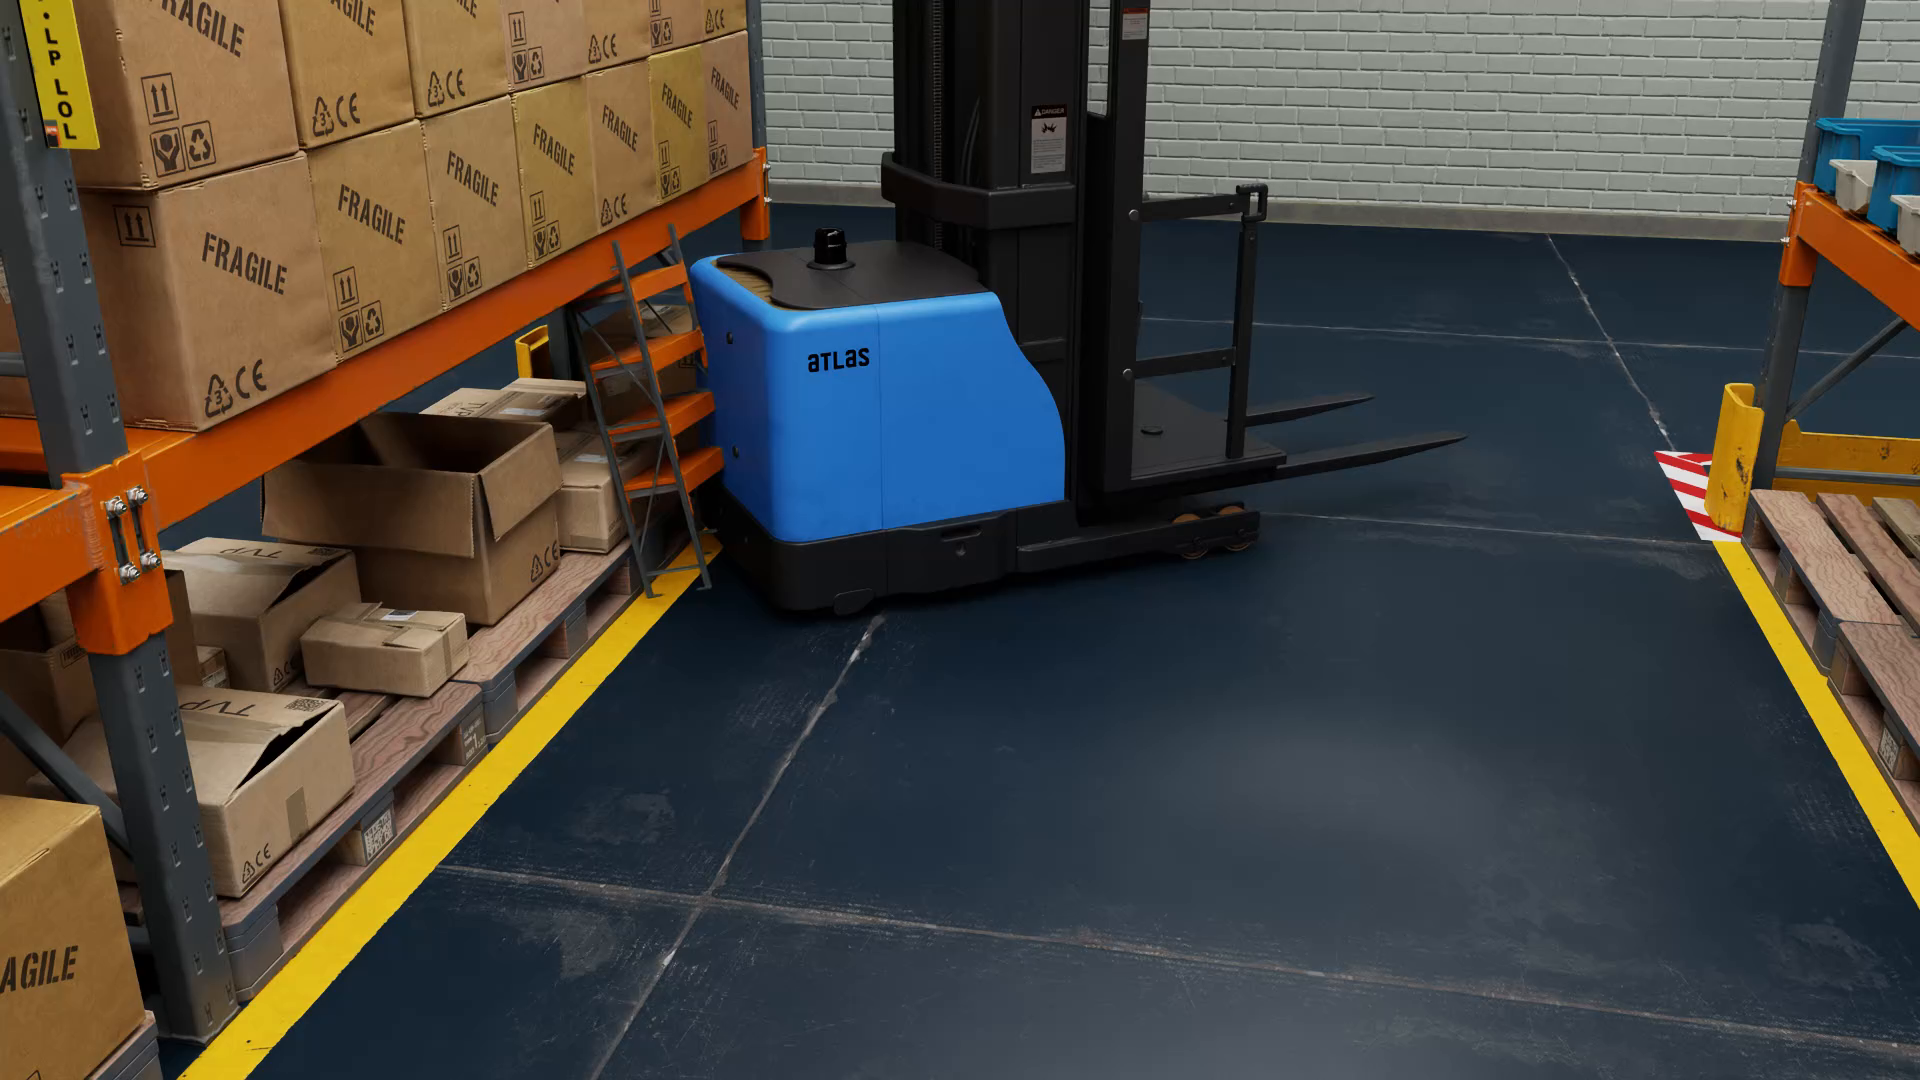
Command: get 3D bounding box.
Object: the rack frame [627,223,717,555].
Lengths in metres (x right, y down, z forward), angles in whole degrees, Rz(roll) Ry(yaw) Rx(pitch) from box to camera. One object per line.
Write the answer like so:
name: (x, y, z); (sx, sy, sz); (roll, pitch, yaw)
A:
rack frame: (-0.991, -0.527, 6.013); (0.240, 1.200, 0.015); (-9, 15, 15)

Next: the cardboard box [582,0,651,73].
cardboard box: (-1.322, -1.763, 5.245); (0.500, 0.500, 0.500); (5, 22, 12)

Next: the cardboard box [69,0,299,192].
cardboard box: (-1.742, -1.010, 3.374); (0.500, 0.500, 0.500); (5, 22, 12)

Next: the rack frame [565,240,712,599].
rack frame: (-1.092, -0.385, 5.557); (0.240, 1.200, 0.015); (-9, 15, 15)

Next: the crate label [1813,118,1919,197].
crate label: (3.178, -1.318, 5.754); (0.416, 0.233, 0.303); (4, 22, 11)

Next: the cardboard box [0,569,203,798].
cardboard box: (-2.275, 0.377, 4.160); (0.500, 0.500, 0.500); (4, 22, 11)

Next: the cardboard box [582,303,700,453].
cardboard box: (-1.167, -0.639, 6.681); (0.500, 0.500, 0.500); (4, 22, 11)

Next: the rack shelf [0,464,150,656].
rack shelf: (-2.522, 0.716, 1.523); (1.077, 0.370, 4.000); (4, 22, 11)

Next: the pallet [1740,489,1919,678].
pallet: (3.345, 0.159, 5.675); (1.003, 0.211, 1.213); (4, 22, 11)

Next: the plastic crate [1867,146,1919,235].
plastic crate: (3.044, -1.077, 5.156); (0.416, 0.233, 0.300); (4, 22, 11)

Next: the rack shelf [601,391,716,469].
rack shelf: (-1.027, -0.393, 5.802); (0.258, 0.148, 0.480); (-9, 15, 15)

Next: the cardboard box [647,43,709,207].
cardboard box: (-1.225, -1.484, 5.888); (0.500, 0.500, 0.500); (5, 22, 11)

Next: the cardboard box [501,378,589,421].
cardboard box: (-1.719, -0.566, 6.972); (0.380, 0.149, 0.250); (4, 22, 11)

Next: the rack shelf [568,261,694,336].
rack shelf: (-1.127, -0.827, 5.688); (0.258, 0.148, 0.480); (-9, 15, 15)

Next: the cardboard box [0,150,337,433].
cardboard box: (-1.743, -0.561, 3.597); (0.500, 0.500, 0.500); (5, 22, 12)

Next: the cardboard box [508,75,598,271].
cardboard box: (-1.435, -1.117, 4.979); (0.500, 0.500, 0.500); (4, 22, 10)

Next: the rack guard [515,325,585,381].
rack guard: (-1.313, -0.624, 7.235); (1.175, 0.500, 0.348); (4, 22, 11)

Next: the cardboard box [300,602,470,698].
cardboard box: (-1.649, 0.307, 4.779); (0.380, 0.166, 0.250); (4, 22, 11)

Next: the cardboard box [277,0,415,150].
cardboard box: (-1.637, -1.199, 3.842); (0.500, 0.500, 0.500); (4, 22, 9)

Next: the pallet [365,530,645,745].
pallet: (-1.726, 0.246, 5.460); (1.003, 0.211, 1.213); (4, 22, 11)

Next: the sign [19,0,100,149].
sign: (-1.569, -0.845, 2.886); (0.100, 0.325, 0.005); (4, 22, 11)

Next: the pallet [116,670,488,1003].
pallet: (-1.972, 0.694, 4.349); (1.003, 0.211, 1.213); (4, 22, 11)

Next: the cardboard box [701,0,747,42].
cardboard box: (-1.119, -2.138, 6.175); (0.500, 0.500, 0.500); (4, 22, 10)

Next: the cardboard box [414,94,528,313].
cardboard box: (-1.537, -0.931, 4.517); (0.500, 0.500, 0.500); (4, 22, 11)

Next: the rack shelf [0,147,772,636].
rack shelf: (-1.705, -0.747, 5.155); (1.077, 0.370, 4.000); (4, 22, 11)

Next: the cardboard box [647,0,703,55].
cardboard box: (-1.221, -1.953, 5.716); (0.500, 0.500, 0.500); (5, 22, 12)

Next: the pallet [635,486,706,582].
pallet: (-1.474, -0.199, 6.565); (1.003, 0.211, 1.213); (4, 22, 11)

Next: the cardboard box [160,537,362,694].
cardboard box: (-2.122, 0.190, 4.877); (0.500, 0.311, 0.500); (4, 22, 11)

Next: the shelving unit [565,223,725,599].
shelving unit: (-1.042, -0.456, 5.785); (0.258, 1.200, 0.503); (-9, 15, 15)

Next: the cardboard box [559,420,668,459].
cardboard box: (-1.338, -0.343, 6.393); (0.380, 0.166, 0.250); (4, 22, 11)

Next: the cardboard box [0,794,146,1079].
cardboard box: (-1.934, 0.809, 3.087); (0.500, 0.500, 0.500); (4, 22, 11)

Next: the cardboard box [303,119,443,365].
cardboard box: (-1.641, -0.748, 4.063); (0.500, 0.500, 0.500); (5, 22, 12)

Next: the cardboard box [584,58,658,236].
cardboard box: (-1.332, -1.301, 5.436); (0.500, 0.500, 0.500); (5, 22, 11)

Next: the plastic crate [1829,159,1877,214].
plastic crate: (3.032, -1.162, 5.496); (0.250, 0.136, 0.298); (4, 22, 11)

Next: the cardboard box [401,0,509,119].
cardboard box: (-1.532, -1.387, 4.309); (0.500, 0.500, 0.500); (4, 22, 9)

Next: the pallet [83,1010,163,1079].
pallet: (-2.242, 1.245, 2.980); (1.003, 0.211, 1.213); (4, 22, 11)

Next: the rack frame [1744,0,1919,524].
rack frame: (3.551, -1.433, 5.896); (1.000, 3.000, 0.127); (4, 22, 11)

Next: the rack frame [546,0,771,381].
rack frame: (-1.297, -1.812, 6.837); (1.000, 3.000, 0.127); (4, 22, 11)

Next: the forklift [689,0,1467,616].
forklift: (0.568, -1.457, 6.047); (3.031, 2.935, 1.130); (-10, 24, -23)

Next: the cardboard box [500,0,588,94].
cardboard box: (-1.427, -1.576, 4.778); (0.500, 0.500, 0.500); (5, 23, 13)

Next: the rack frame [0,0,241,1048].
rack frame: (-2.113, -0.349, 3.205); (1.000, 3.000, 0.127); (4, 22, 11)

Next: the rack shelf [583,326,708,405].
rack shelf: (-1.076, -0.604, 5.746); (0.258, 0.148, 0.480); (-9, 15, 15)

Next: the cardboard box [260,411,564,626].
cardboard box: (-1.735, -0.082, 5.296); (0.797, 0.503, 0.637); (4, 22, 11)

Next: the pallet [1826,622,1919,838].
pallet: (3.094, 0.604, 4.571); (1.003, 0.211, 1.213); (4, 22, 11)

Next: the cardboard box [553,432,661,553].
cardboard box: (-1.390, -0.178, 5.871); (0.500, 0.250, 0.500); (4, 22, 11)

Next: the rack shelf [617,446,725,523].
rack shelf: (-0.984, -0.205, 5.851); (0.258, 0.148, 0.480); (-9, 15, 15)

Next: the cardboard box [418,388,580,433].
cardboard box: (-1.788, -0.380, 6.374); (0.500, 0.250, 0.500); (4, 22, 11)

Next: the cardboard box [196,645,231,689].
cardboard box: (-2.257, 0.398, 4.578); (0.380, 0.149, 0.250); (4, 22, 11)

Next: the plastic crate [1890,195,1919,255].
plastic crate: (2.894, -0.914, 4.880); (0.250, 0.136, 0.298); (4, 22, 11)

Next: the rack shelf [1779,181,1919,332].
rack shelf: (3.143, -0.368, 4.214); (1.077, 0.370, 4.000); (4, 22, 11)

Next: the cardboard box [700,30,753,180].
cardboard box: (-1.122, -1.674, 6.360); (0.500, 0.500, 0.500); (5, 23, 13)

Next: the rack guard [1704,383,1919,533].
rack guard: (3.543, -0.283, 6.387); (1.175, 0.500, 0.348); (4, 22, 11)

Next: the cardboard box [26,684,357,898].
cardboard box: (-1.816, 0.557, 3.965); (0.500, 0.311, 0.500); (4, 22, 11)
